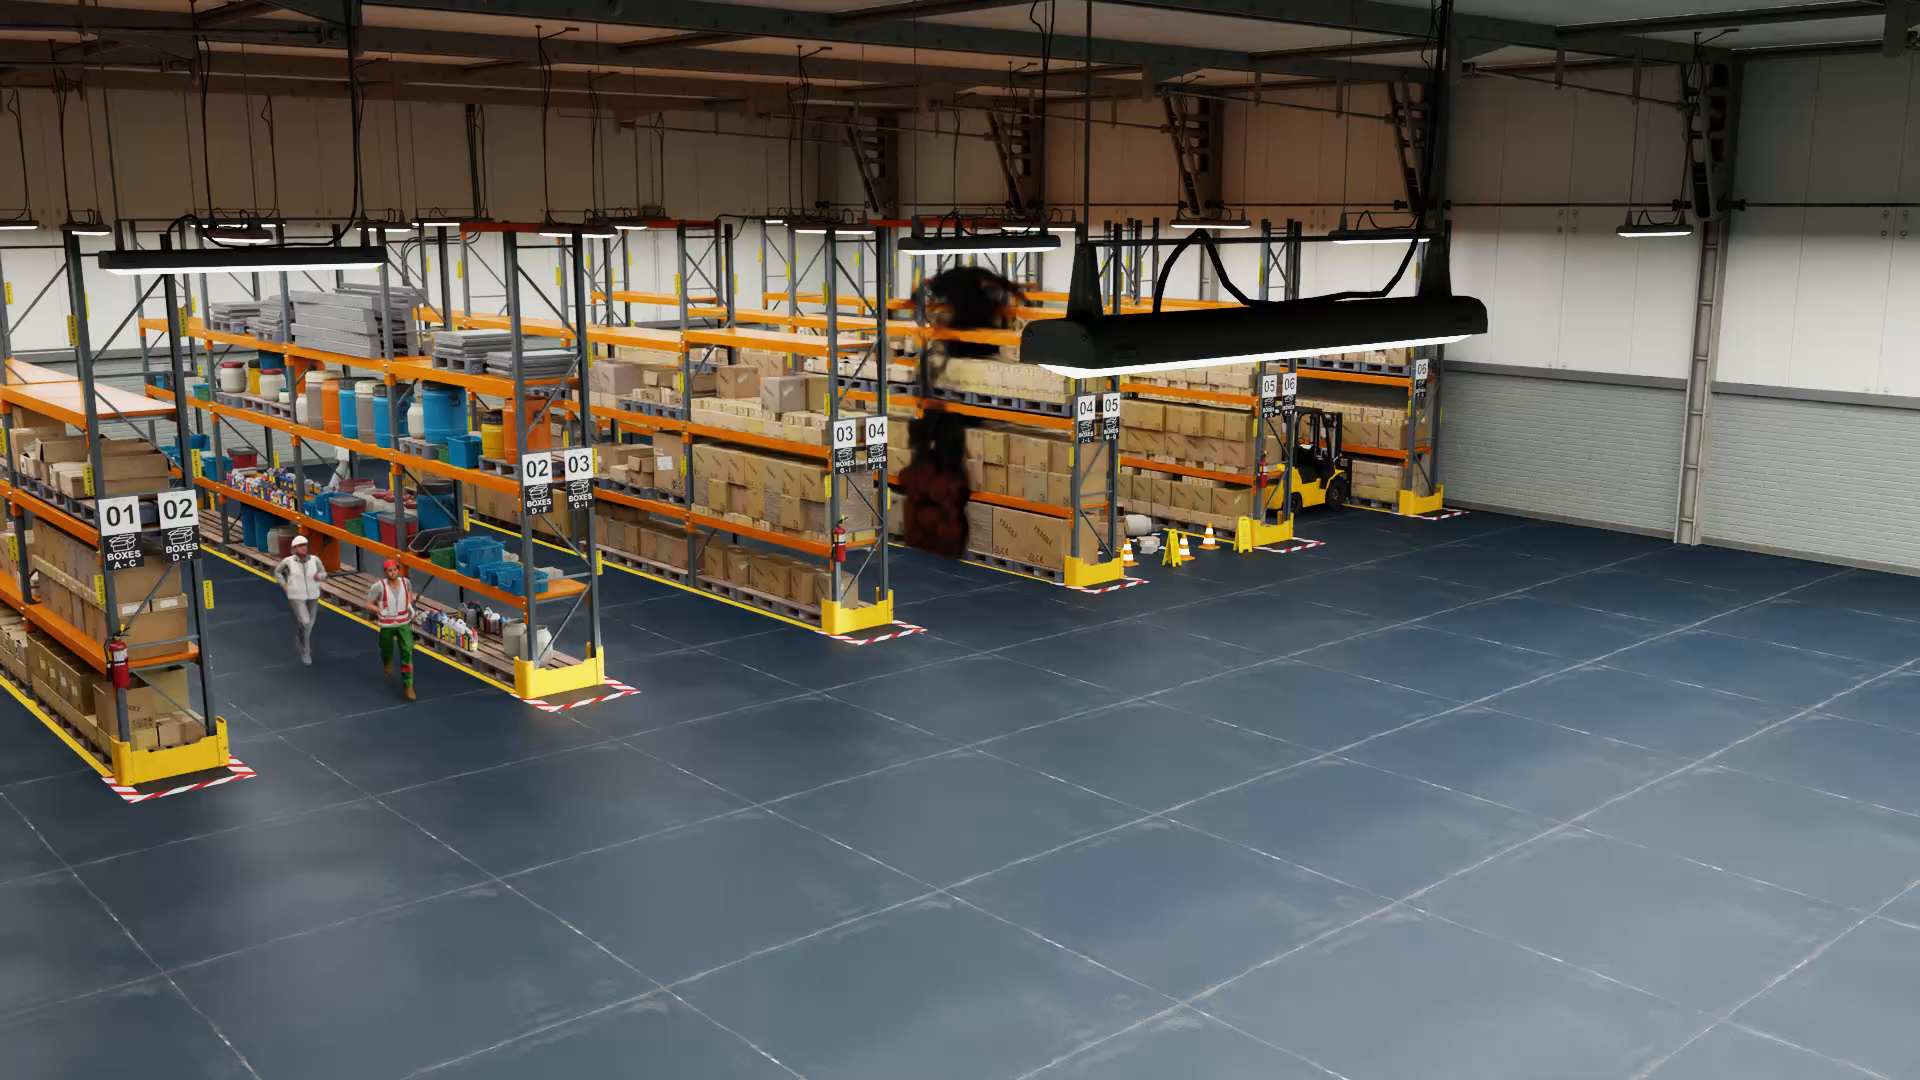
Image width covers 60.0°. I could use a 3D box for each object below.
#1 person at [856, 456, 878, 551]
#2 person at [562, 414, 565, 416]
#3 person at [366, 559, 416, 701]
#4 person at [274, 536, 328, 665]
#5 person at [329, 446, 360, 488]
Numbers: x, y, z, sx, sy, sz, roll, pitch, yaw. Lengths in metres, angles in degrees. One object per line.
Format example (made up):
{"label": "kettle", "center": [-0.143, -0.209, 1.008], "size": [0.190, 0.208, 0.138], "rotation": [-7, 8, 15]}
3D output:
{"label": "person", "center": [-1.803, -0.643, 29.326], "size": [0.903, 1.695, 0.577], "rotation": [8, 14, 34]}
{"label": "person", "center": [-9.212, -2.123, 38.480], "size": [0.584, 1.564, 0.825], "rotation": [-7, 13, -32]}
{"label": "person", "center": [-7.453, 1.124, 21.816], "size": [0.622, 1.797, 1.152], "rotation": [-6, 13, -26]}
{"label": "person", "center": [-9.244, 0.824, 23.420], "size": [0.635, 1.818, 0.795], "rotation": [-10, 15, -42]}
{"label": "person", "center": [-13.804, -1.999, 37.318], "size": [0.806, 1.834, 0.672], "rotation": [-6, 13, -28]}
